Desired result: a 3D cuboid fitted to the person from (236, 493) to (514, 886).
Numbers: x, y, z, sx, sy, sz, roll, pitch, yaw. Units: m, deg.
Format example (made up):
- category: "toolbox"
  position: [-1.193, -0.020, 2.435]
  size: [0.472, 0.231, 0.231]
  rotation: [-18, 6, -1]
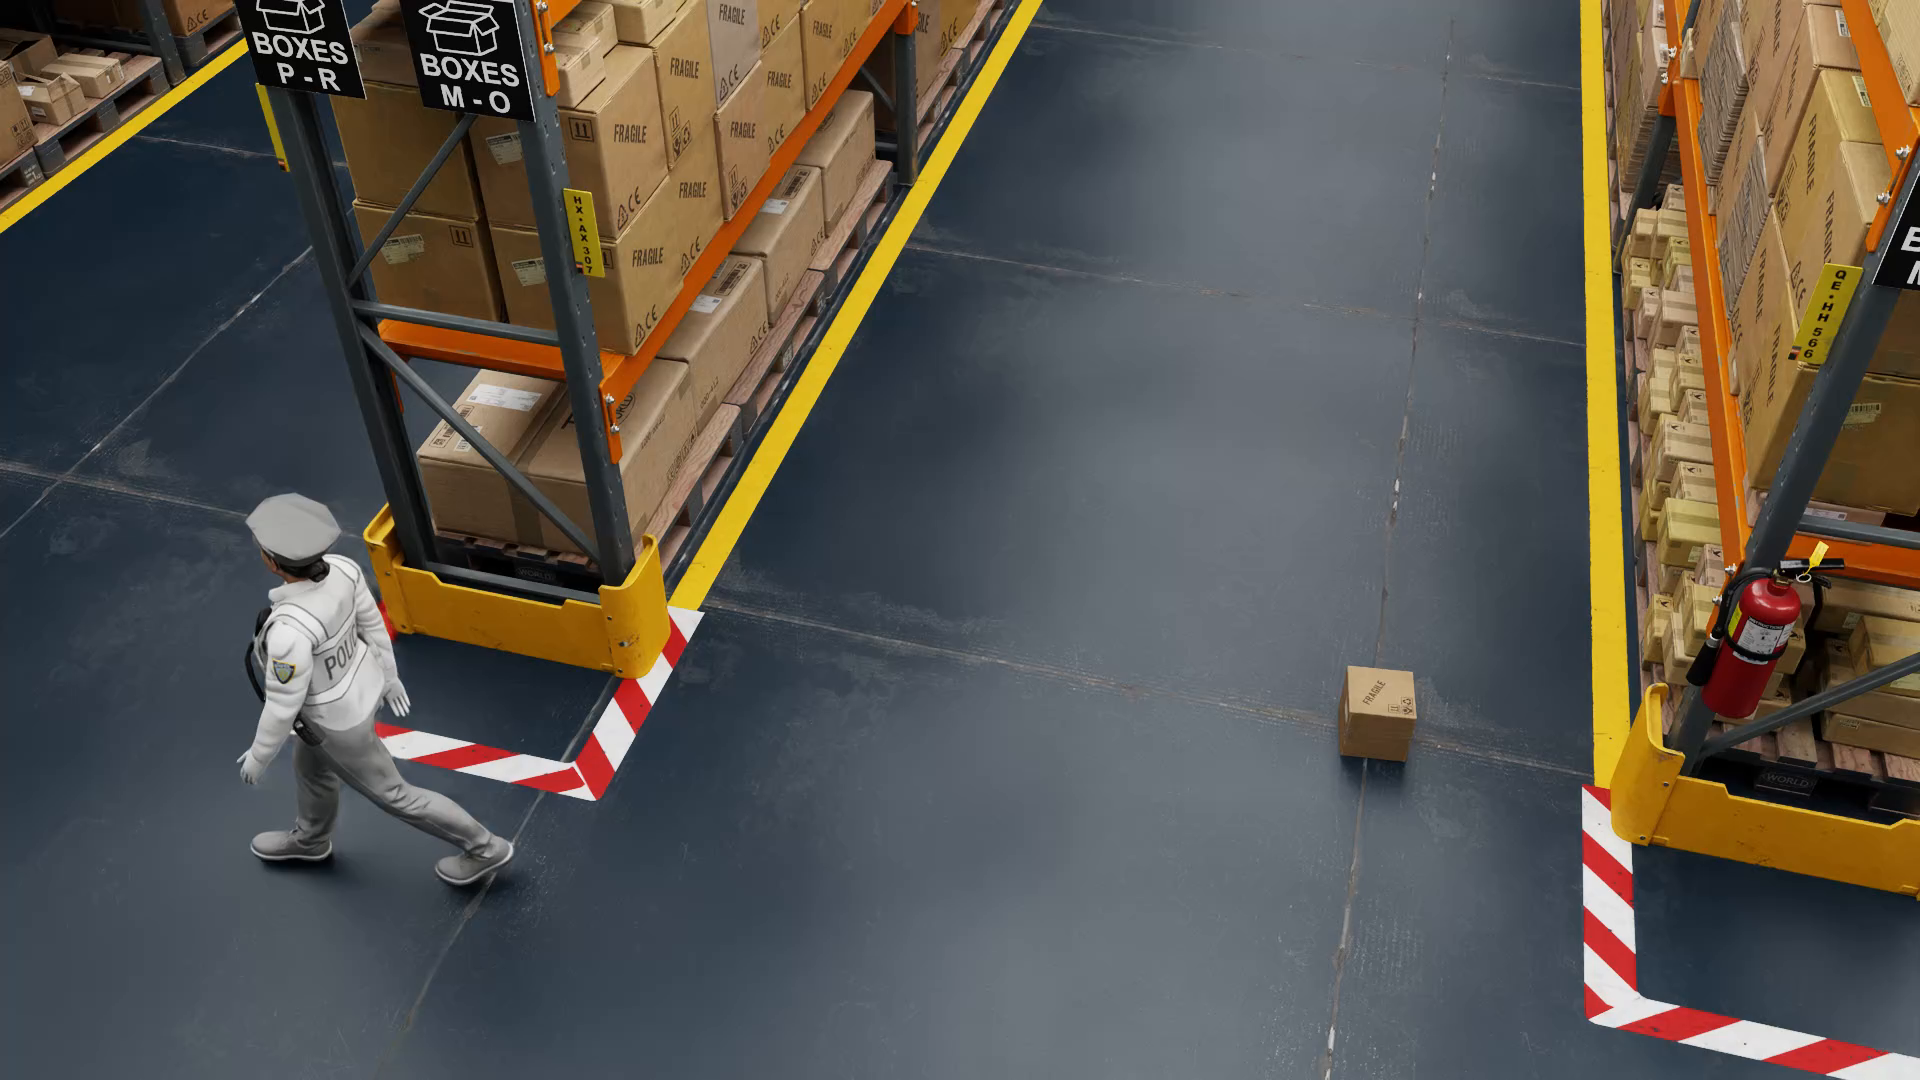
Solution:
- category: "person"
  position: [-2.086, 0.560, 5.501]
  size: [0.990, 1.633, 0.525]
  rotation: [1, 41, 1]
